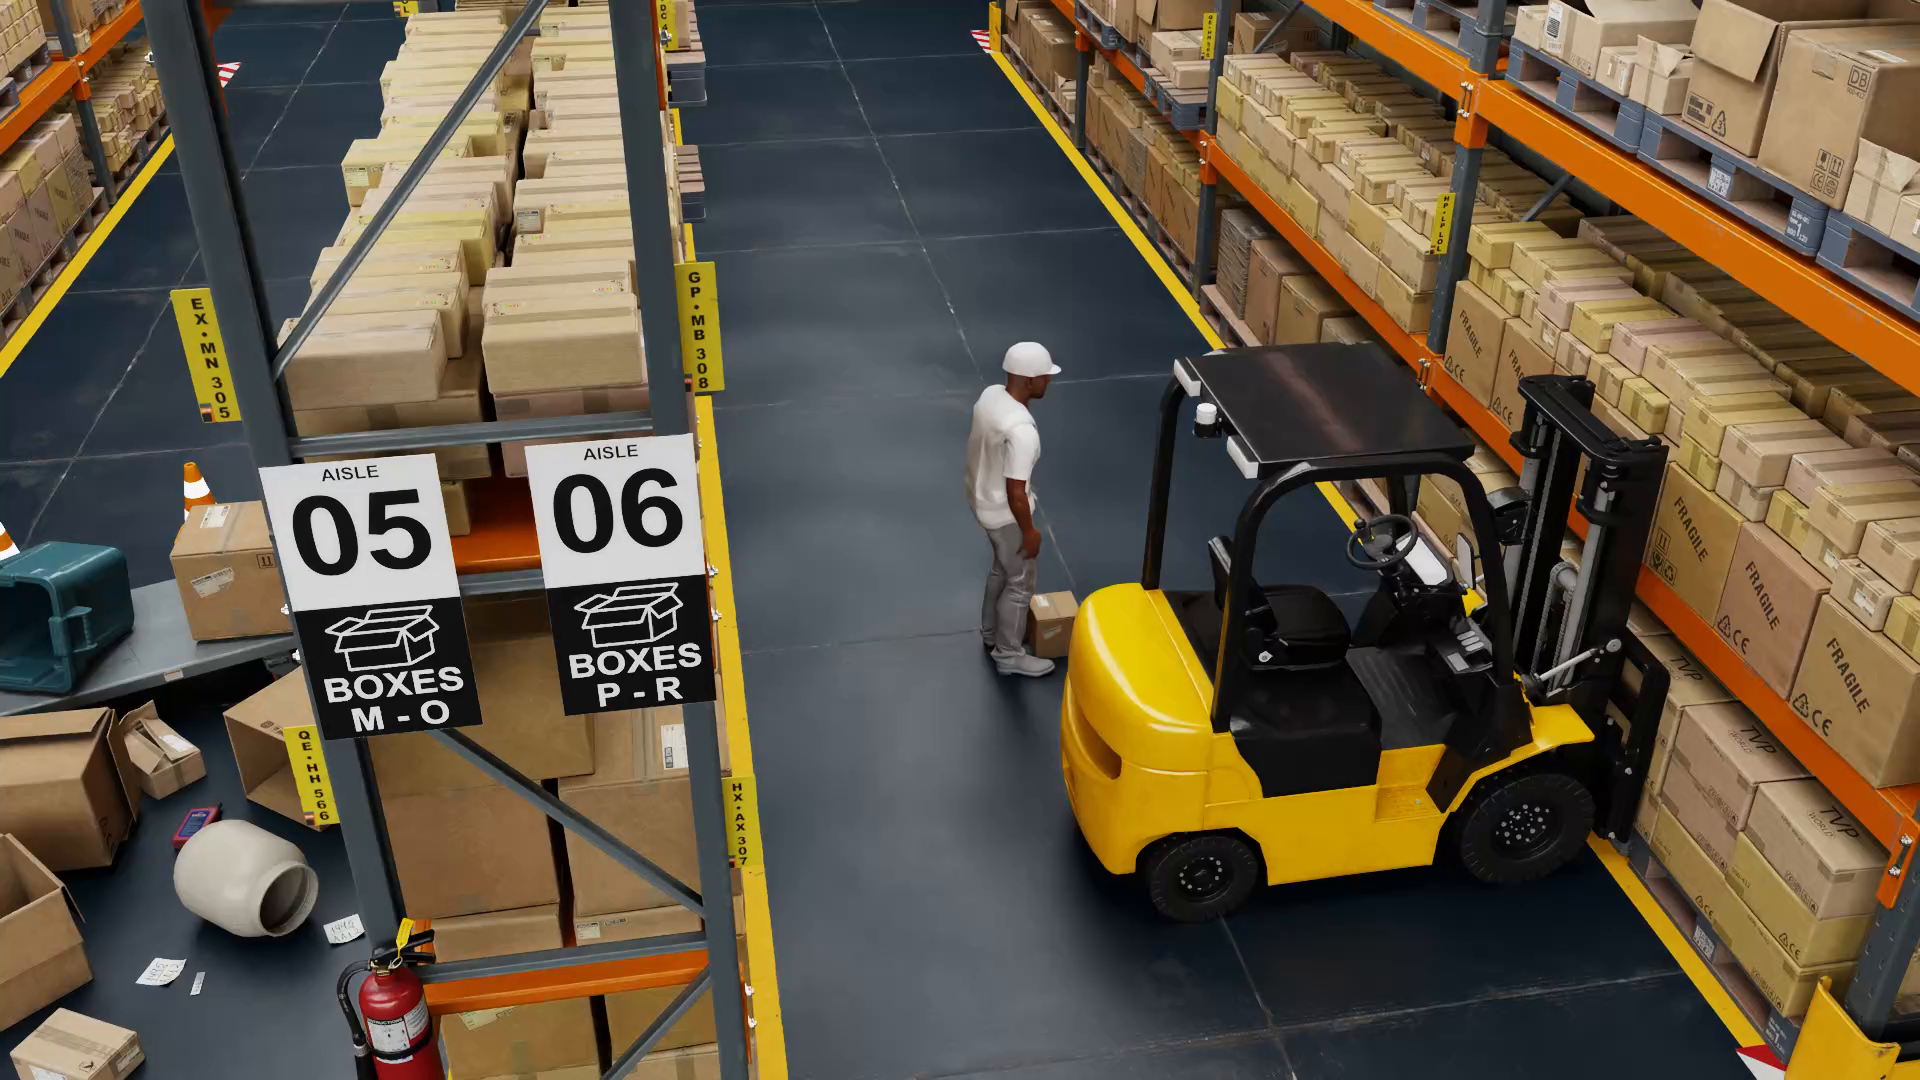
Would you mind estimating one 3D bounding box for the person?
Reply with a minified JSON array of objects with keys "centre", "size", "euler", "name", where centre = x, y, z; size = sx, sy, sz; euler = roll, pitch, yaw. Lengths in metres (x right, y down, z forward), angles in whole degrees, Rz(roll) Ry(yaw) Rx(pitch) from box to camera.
[{"centre":[0.269,-0.169,8.411],"size":[0.461,1.756,0.621],"euler":[-6,31,-11],"name":"person"}]
